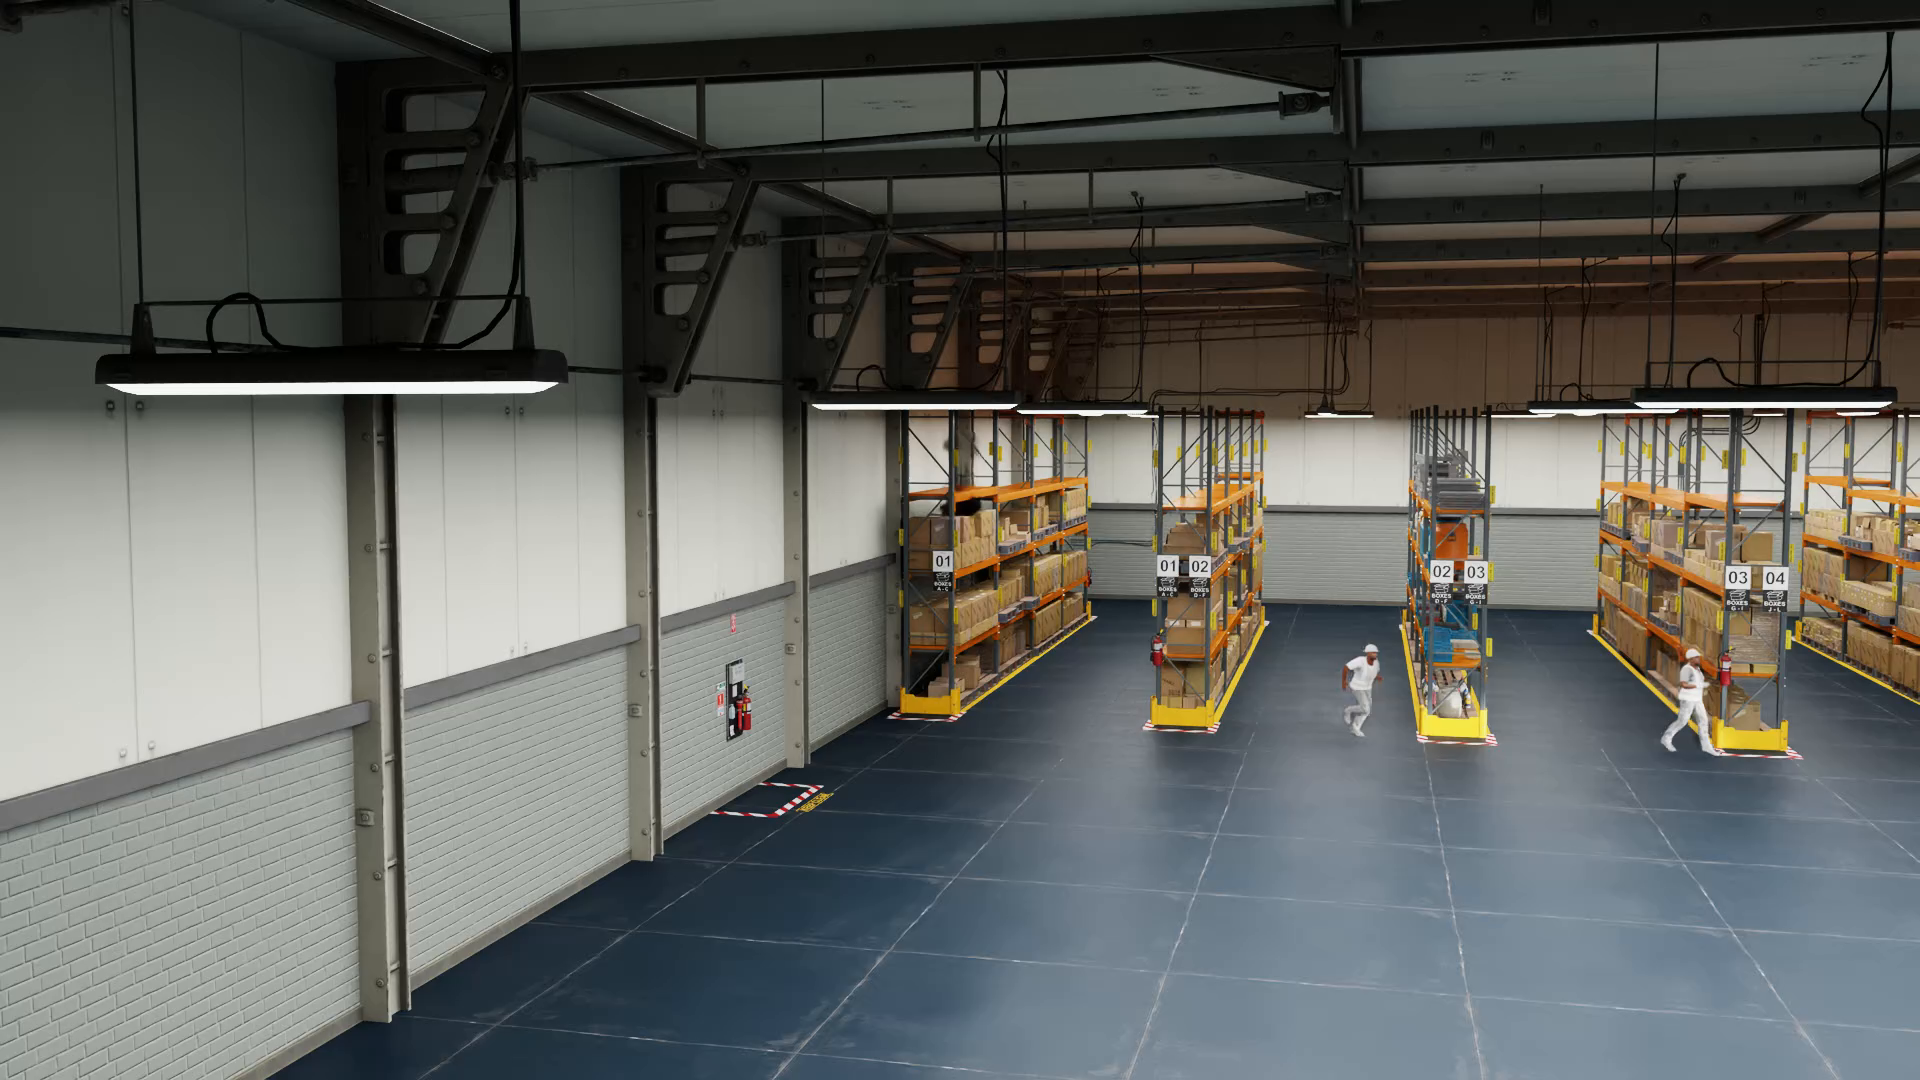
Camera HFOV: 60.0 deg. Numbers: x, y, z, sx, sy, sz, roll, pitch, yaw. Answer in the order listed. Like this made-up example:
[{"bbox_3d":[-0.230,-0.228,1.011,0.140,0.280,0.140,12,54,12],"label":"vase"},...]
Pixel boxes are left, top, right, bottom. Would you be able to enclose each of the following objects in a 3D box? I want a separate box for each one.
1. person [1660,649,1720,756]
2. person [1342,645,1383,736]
[{"bbox_3d":[12.500,2.757,28.428,0.698,1.795,0.953,-4,6,-44],"label":"person"},{"bbox_3d":[7.331,2.725,30.243,0.689,1.684,0.735,-3,5,-38],"label":"person"}]
